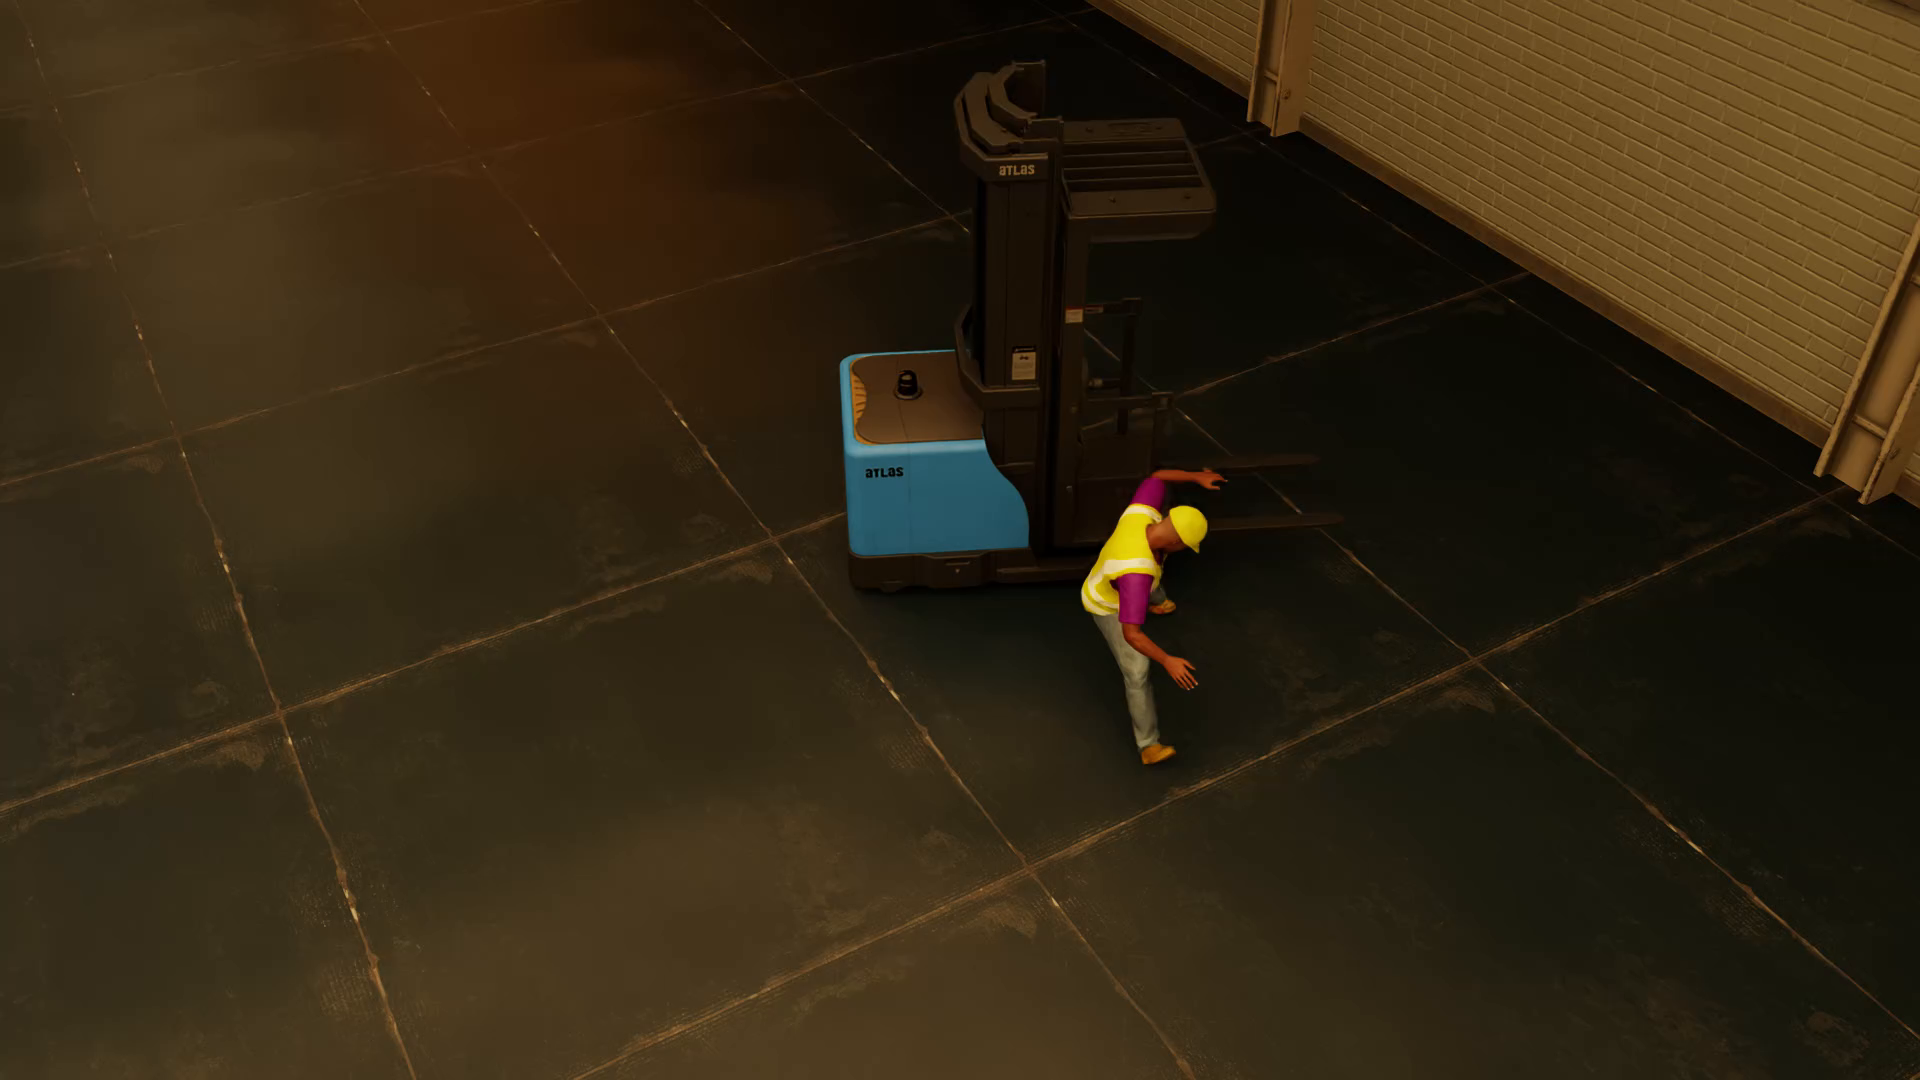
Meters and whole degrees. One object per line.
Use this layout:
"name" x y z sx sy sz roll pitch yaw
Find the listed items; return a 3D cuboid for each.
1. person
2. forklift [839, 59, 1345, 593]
"person" 1.070 0.280 8.900 0.830 1.422 1.335 18 43 21
"forklift" 0.809 -1.197 9.480 3.031 2.935 1.130 -3 40 -4
